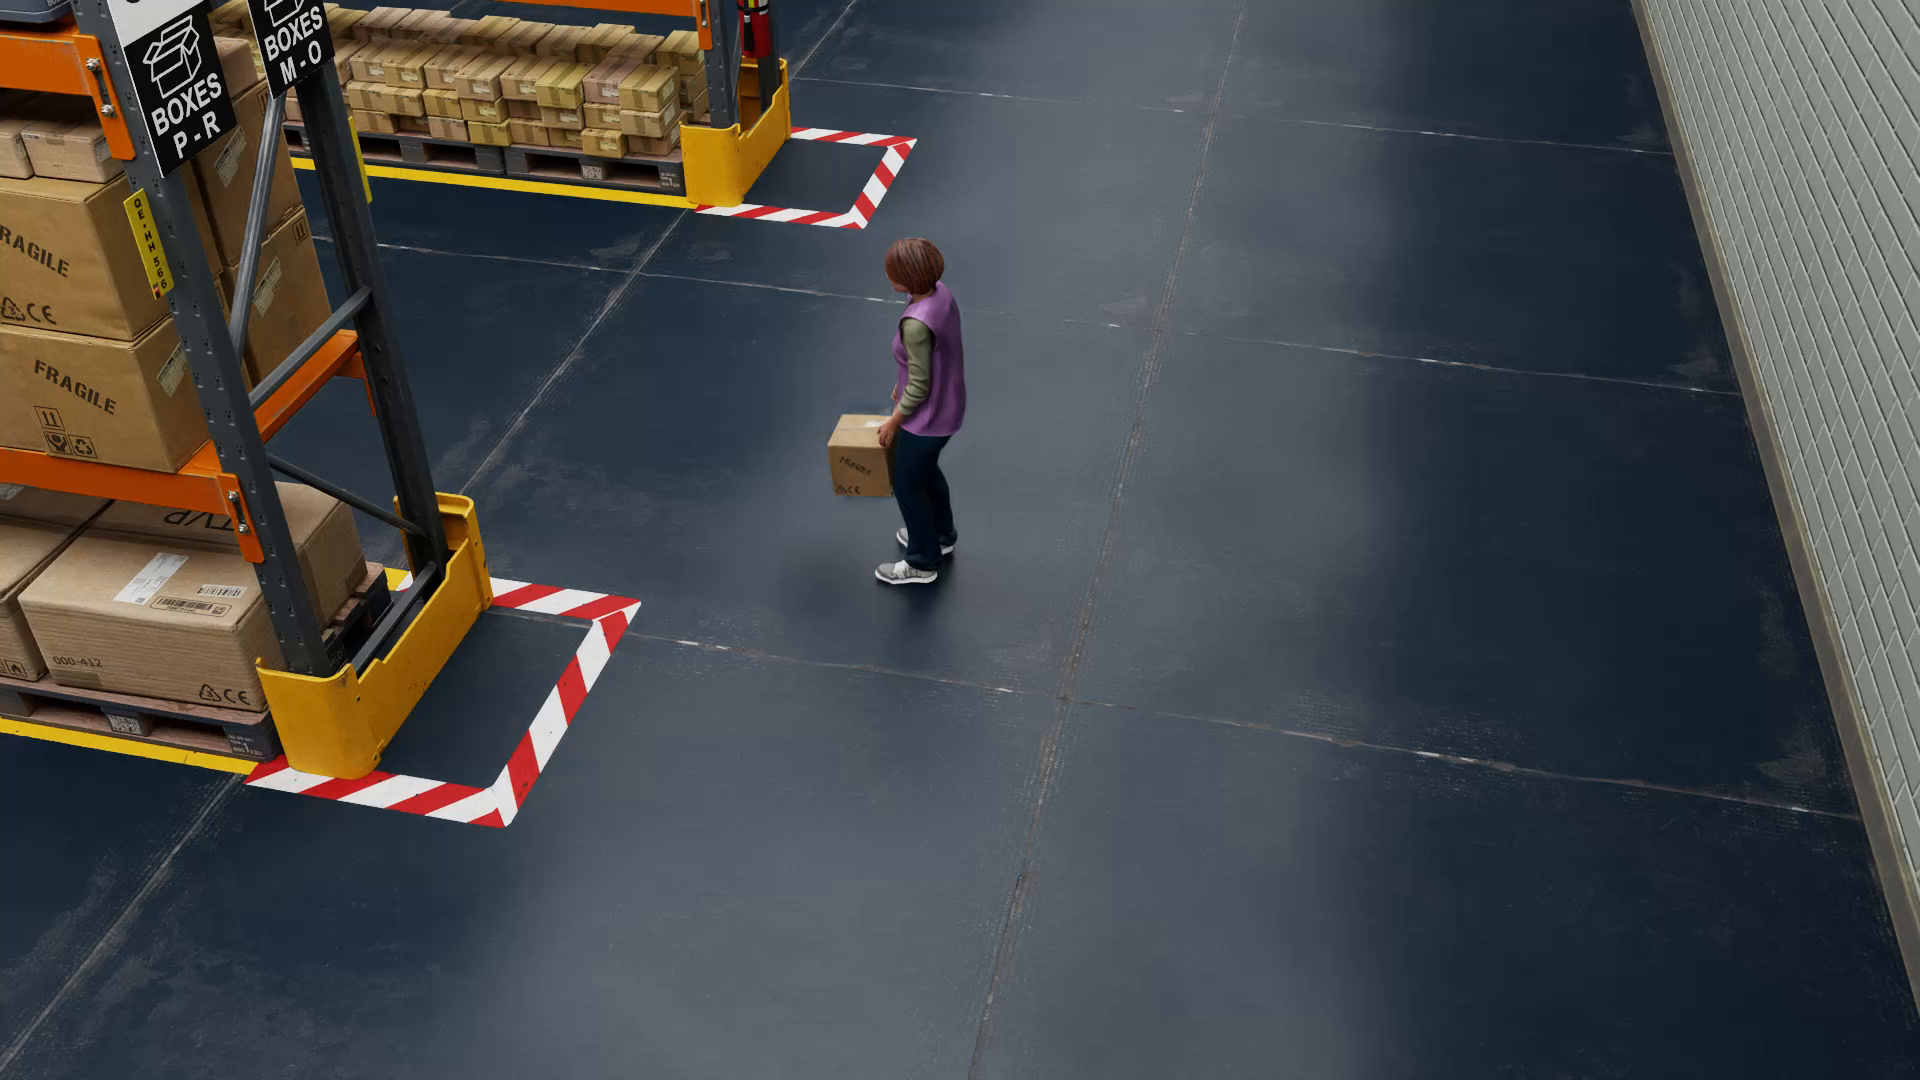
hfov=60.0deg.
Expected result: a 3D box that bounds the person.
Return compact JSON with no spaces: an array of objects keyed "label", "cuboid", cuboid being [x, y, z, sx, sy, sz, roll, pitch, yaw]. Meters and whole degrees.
[{"label":"person","cuboid":[-0.168,-0.511,6.840,0.371,1.587,0.448,7,38,9]}]
